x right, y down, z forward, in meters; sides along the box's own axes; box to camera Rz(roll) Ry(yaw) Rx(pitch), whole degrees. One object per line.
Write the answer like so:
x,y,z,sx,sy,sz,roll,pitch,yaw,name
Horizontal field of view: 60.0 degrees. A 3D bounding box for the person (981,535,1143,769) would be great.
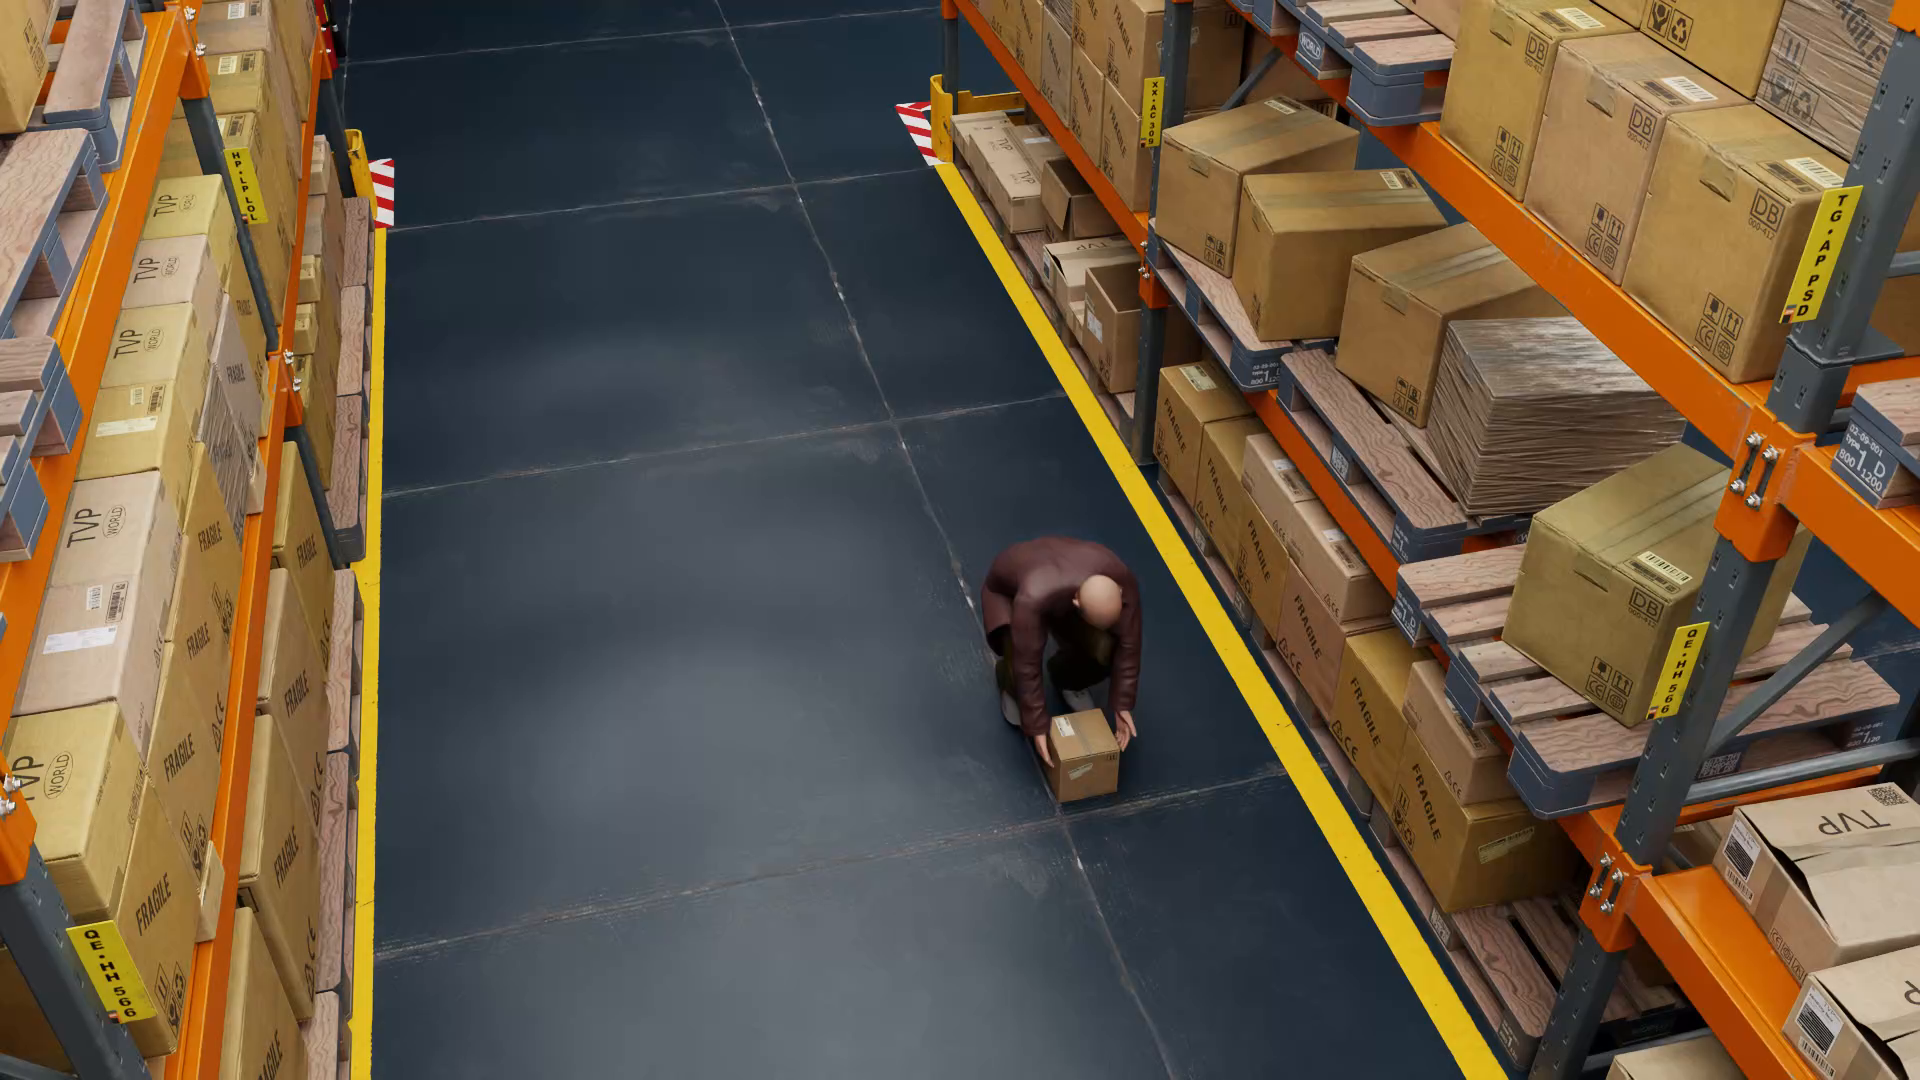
0.415,0.398,6.924,0.609,0.909,0.900,-10,39,-12,person
